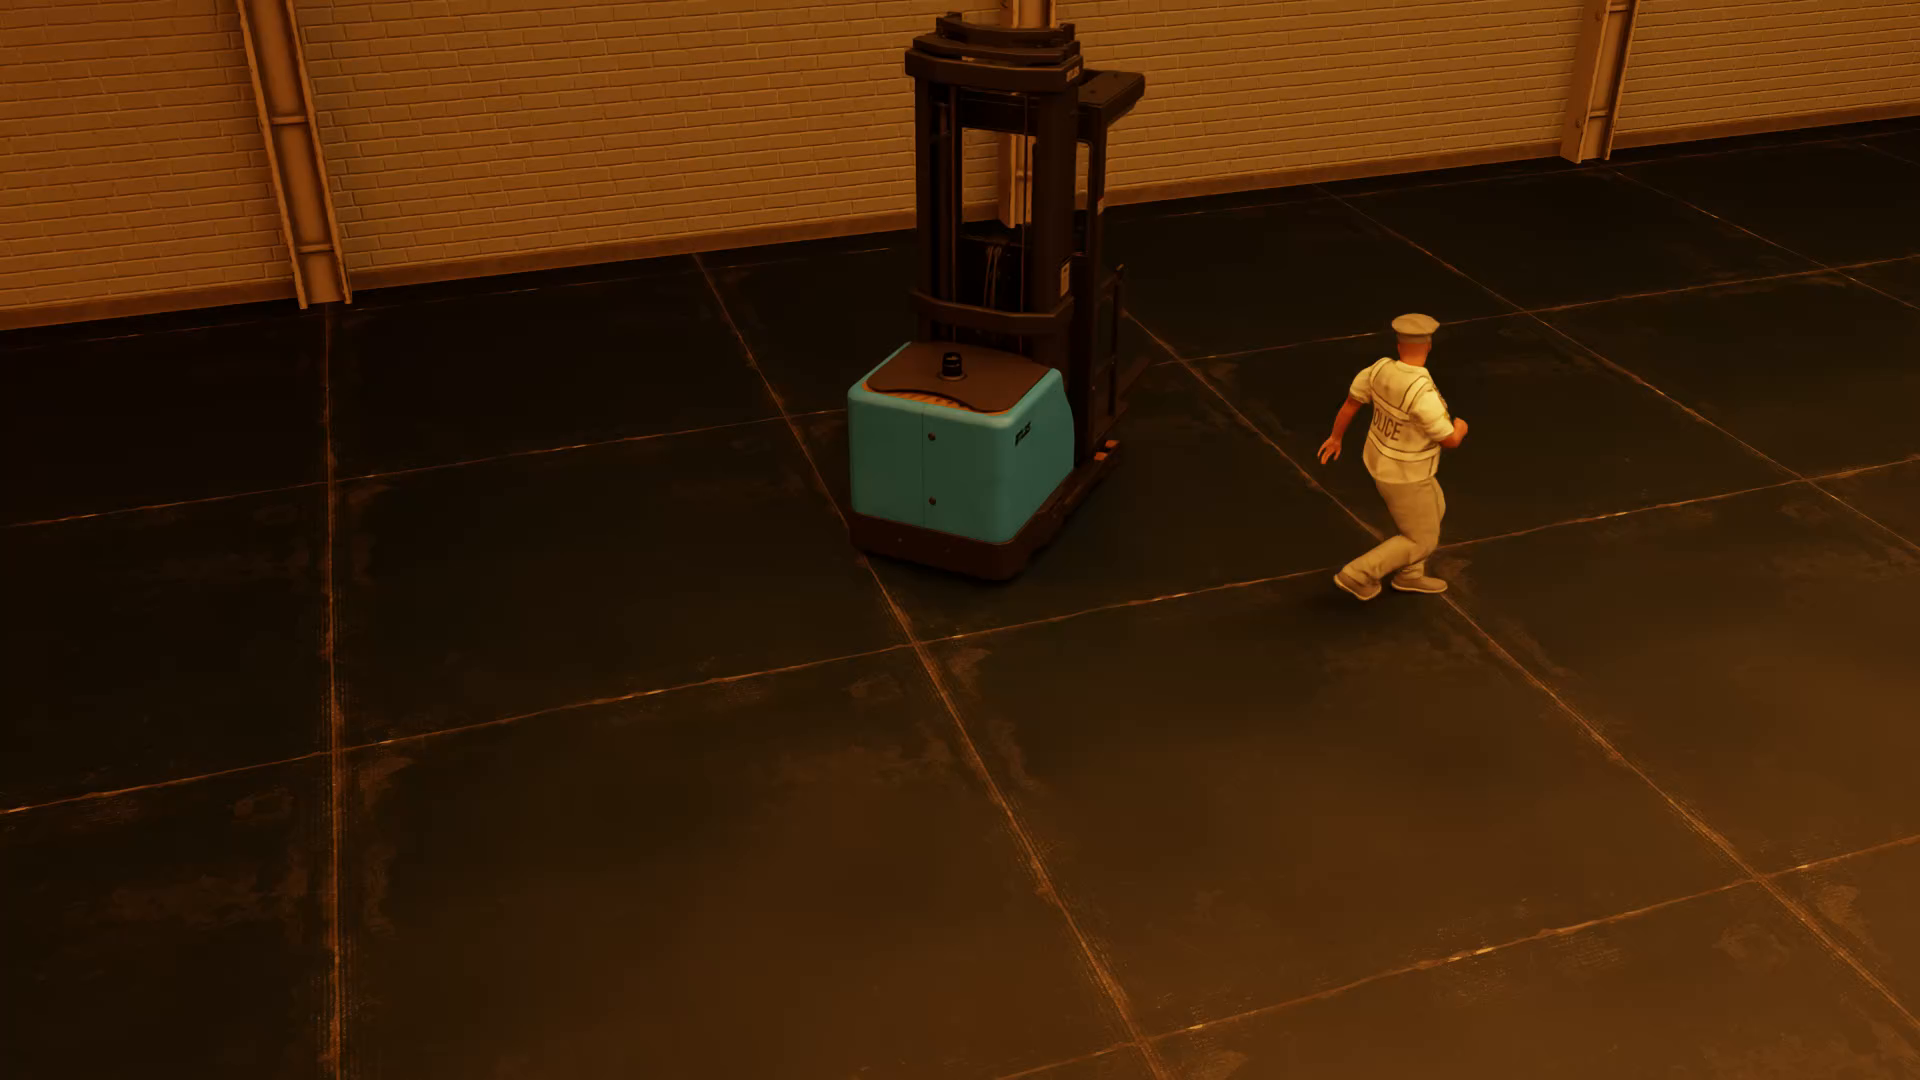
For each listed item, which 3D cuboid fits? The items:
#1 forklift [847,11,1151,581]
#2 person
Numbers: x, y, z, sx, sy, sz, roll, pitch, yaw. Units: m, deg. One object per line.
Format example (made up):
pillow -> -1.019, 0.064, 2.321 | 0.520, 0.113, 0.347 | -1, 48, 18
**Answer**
forklift -> 0.420, -1.753, 10.134 | 1.130, 2.935, 3.031 | 13, 32, 21
person -> 2.411, -0.418, 9.096 | 0.779, 1.678, 0.628 | -2, 30, -3
